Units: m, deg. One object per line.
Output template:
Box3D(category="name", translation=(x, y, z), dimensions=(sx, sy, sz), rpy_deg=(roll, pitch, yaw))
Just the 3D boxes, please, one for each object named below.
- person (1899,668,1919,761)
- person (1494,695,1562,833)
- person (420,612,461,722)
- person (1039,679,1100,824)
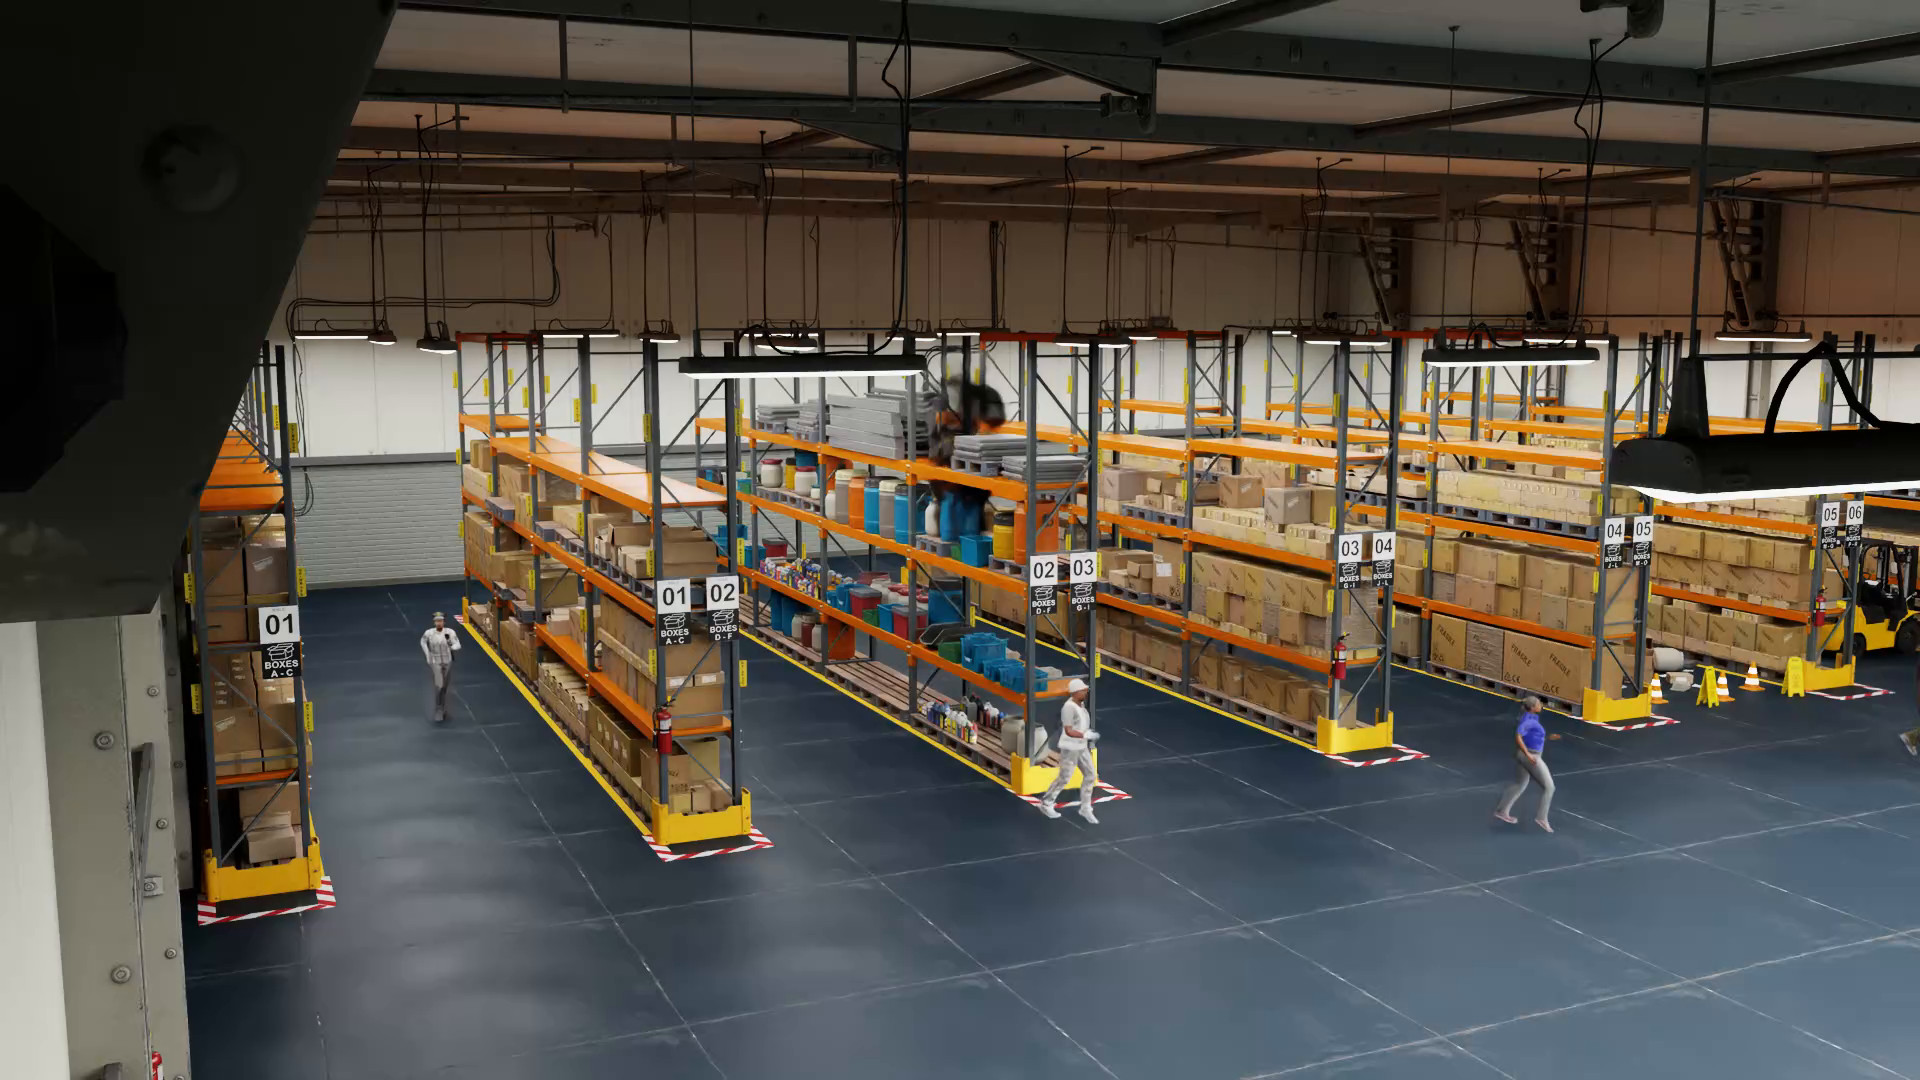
Box3D(category="person", translation=(13.712, 2.310, 23.525), dimensions=(0.627, 1.745, 0.720), rpy_deg=(3, 8, 24))
Box3D(category="person", translation=(7.022, 2.763, 20.510), dimensions=(0.767, 1.721, 0.549), rpy_deg=(0, 8, 2))
Box3D(category="person", translation=(-8.167, 1.990, 26.238), dimensions=(0.579, 1.747, 0.738), rpy_deg=(-4, 9, -26))
Box3D(category="person", translation=(1.414, 2.650, 20.887), dimensions=(0.748, 1.847, 0.711), rpy_deg=(3, 8, 22))
